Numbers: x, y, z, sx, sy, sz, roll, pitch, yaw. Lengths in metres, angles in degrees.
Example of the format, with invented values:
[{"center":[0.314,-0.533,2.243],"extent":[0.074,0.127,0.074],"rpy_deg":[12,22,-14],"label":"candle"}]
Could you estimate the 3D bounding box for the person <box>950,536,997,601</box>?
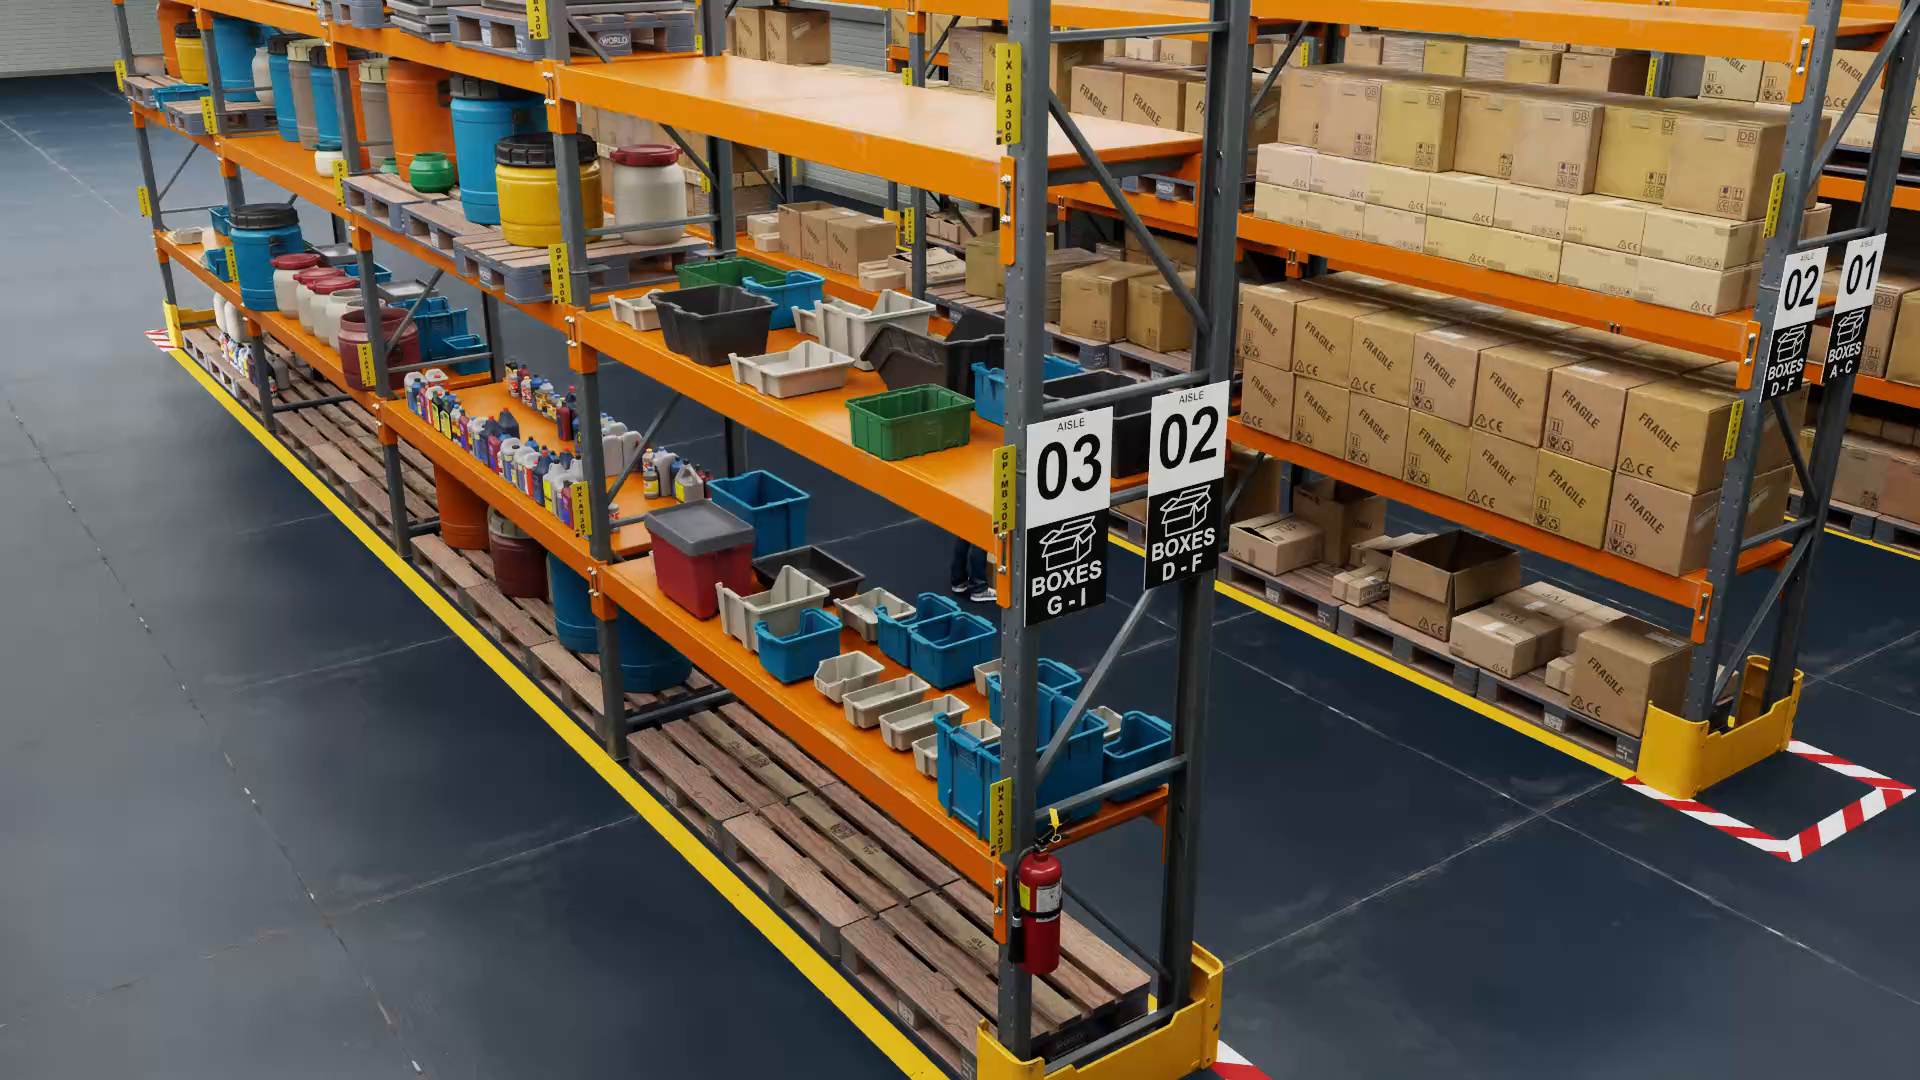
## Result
[{"center":[0.084,-0.333,12.232],"extent":[0.348,1.580,0.459],"rpy_deg":[-15,26,-33],"label":"person"}]
